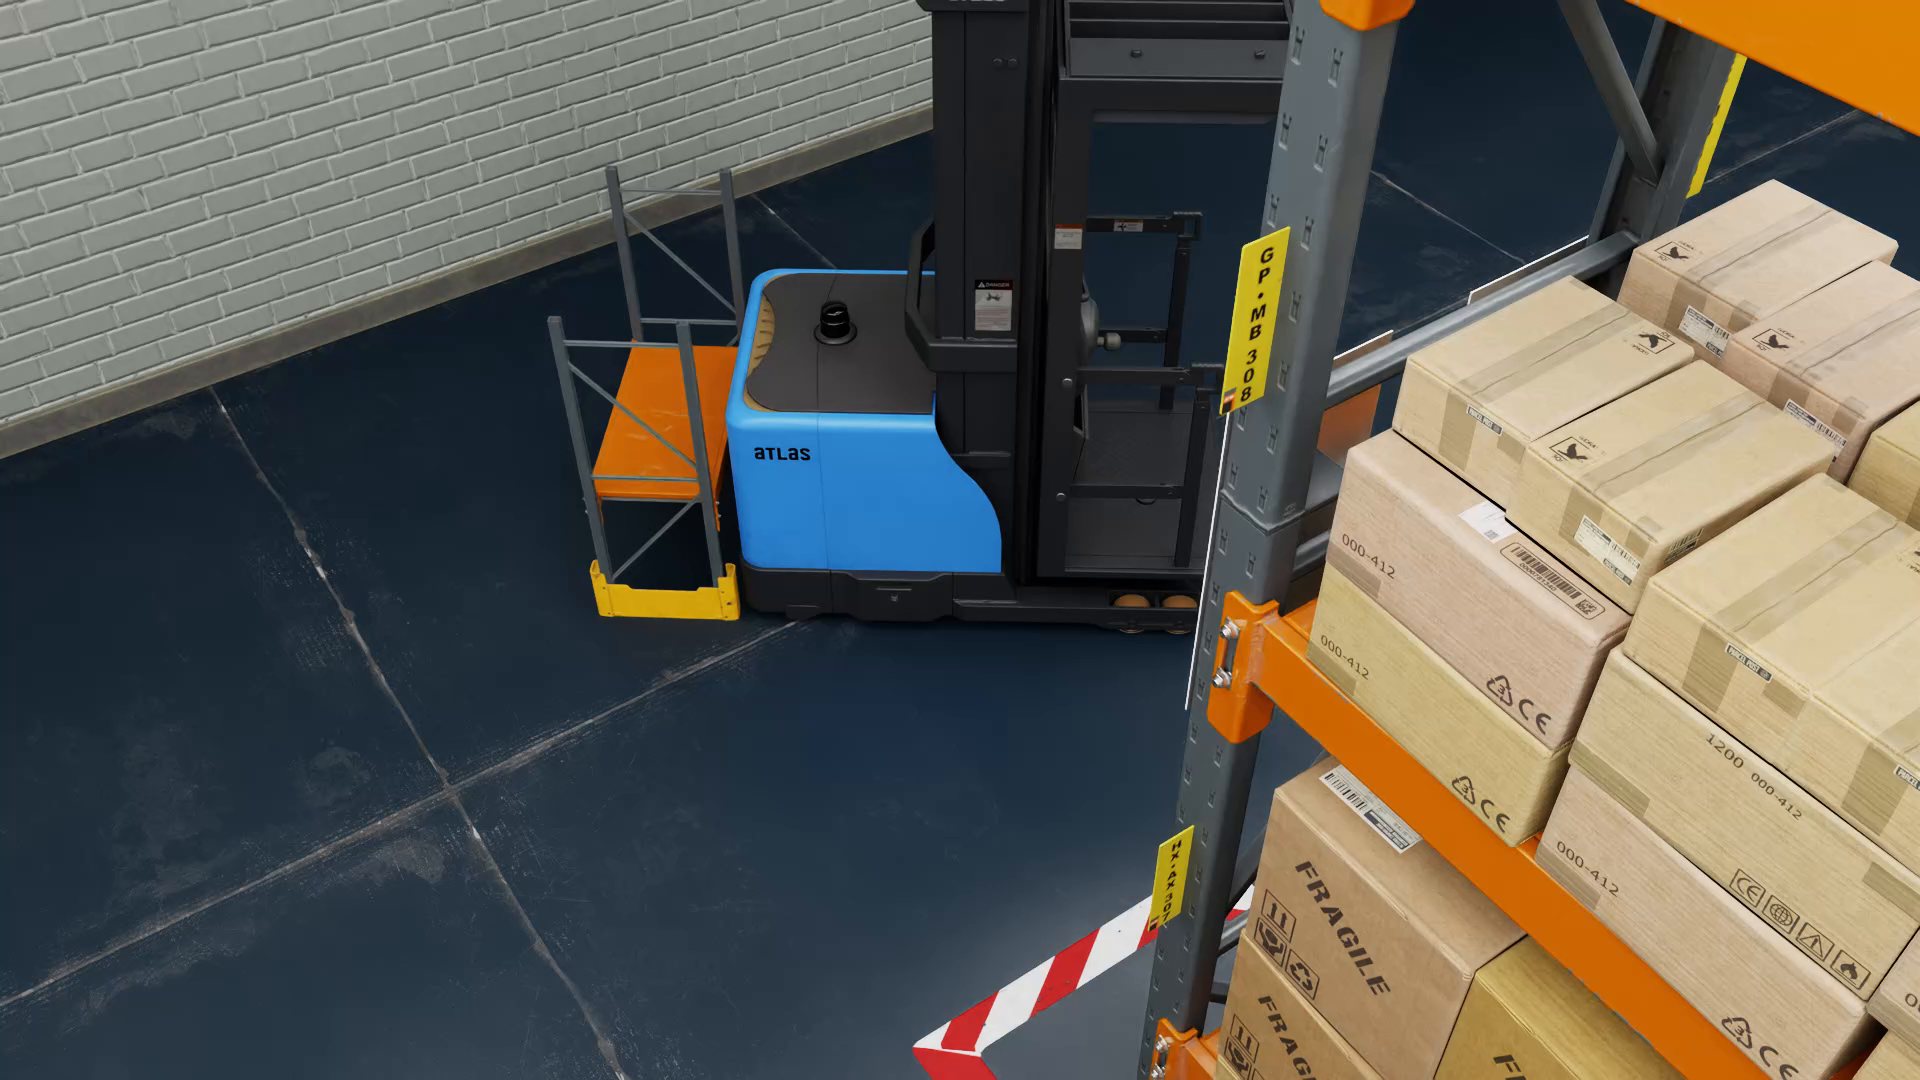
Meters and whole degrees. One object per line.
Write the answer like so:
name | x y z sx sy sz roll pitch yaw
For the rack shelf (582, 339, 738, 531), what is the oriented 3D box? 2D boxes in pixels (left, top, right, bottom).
rack shelf | -1.186 -0.453 6.890 0.538 0.185 1.000 2 44 2

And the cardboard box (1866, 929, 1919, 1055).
cardboard box | 1.527 0.572 2.044 0.500 0.250 0.500 -25 49 -24

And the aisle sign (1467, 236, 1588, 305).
aisle sign | 1.114 -0.254 3.452 0.394 0.787 0.004 -26 49 -24

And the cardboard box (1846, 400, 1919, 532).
cardboard box | 1.550 -0.114 2.474 0.380 0.149 0.250 -27 50 -26

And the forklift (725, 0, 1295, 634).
forklift | 0.630 -1.048 6.217 3.031 2.935 1.130 1 44 1

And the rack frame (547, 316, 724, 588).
rack frame | -1.209 -0.233 6.399 0.500 1.500 0.032 2 44 2

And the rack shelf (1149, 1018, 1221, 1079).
rack shelf | 2.054 2.239 3.244 1.077 0.370 4.000 -26 49 -24

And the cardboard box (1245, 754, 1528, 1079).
cardboard box | 0.949 0.700 3.324 0.500 0.500 0.500 -26 49 -25

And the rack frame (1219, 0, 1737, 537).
rack frame | 0.910 -1.324 2.111 1.000 3.000 0.127 -26 49 -24

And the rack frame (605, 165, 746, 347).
rack frame | -1.162 -0.934 7.133 0.500 1.500 0.032 2 44 2

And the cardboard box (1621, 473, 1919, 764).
cardboard box | 1.135 0.098 2.252 0.380 0.149 0.250 -26 49 -24

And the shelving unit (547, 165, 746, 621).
shelving unit | -1.185 -0.590 6.773 0.587 1.500 1.083 2 44 2

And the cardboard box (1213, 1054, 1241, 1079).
cardboard box | 0.827 1.250 3.941 0.380 0.149 0.250 -26 49 -25

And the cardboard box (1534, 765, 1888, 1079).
cardboard box | 1.255 0.471 2.512 0.500 0.250 0.500 -24 49 -23

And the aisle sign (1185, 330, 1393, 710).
aisle sign | 0.622 -0.017 3.204 0.394 0.787 0.004 -26 49 -24

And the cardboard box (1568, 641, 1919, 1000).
cardboard box | 1.248 0.281 2.349 0.500 0.250 0.500 -26 50 -25

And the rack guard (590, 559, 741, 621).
rack guard | -1.208 0.206 6.844 0.587 0.250 0.087 2 44 2

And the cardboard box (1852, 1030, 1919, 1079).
cardboard box | 1.560 0.757 2.212 0.500 0.250 0.500 -27 50 -26

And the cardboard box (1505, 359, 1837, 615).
cardboard box | 1.040 -0.085 2.443 0.380 0.149 0.250 -24 49 -23

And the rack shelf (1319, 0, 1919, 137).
rack shelf | 2.054 0.070 1.174 1.077 0.370 4.000 -26 49 -24

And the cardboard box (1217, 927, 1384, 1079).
cardboard box | 0.940 1.066 3.665 0.500 0.500 0.500 -23 48 -23

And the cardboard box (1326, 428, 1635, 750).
cardboard box | 0.954 -0.009 2.652 0.500 0.250 0.500 -25 49 -24

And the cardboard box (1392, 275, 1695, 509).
cardboard box | 0.909 -0.236 2.602 0.380 0.149 0.250 -26 49 -25

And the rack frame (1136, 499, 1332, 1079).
rack frame | 0.910 0.846 4.182 1.000 3.000 0.127 -26 49 -24

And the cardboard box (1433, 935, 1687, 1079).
cardboard box | 1.243 0.983 3.027 0.500 0.500 0.500 -24 49 -23

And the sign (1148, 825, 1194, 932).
sign | 0.465 0.747 3.659 0.100 0.325 0.005 -26 49 -24

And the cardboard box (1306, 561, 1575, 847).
cardboard box | 0.957 0.171 2.826 0.500 0.250 0.500 -24 49 -23

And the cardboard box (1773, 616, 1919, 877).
cardboard box | 1.274 0.236 2.107 0.380 0.149 0.250 -25 49 -24

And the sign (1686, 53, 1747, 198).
sign | 1.377 -0.767 3.059 0.100 0.325 0.005 -26 49 -24

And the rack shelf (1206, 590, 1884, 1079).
rack shelf | 2.054 1.154 2.209 1.077 0.370 4.000 -26 49 -24

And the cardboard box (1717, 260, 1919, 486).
cardboard box | 1.420 -0.268 2.635 0.380 0.149 0.250 -25 49 -24

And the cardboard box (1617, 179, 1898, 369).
cardboard box | 1.341 -0.438 2.813 0.380 0.149 0.250 -26 50 -25

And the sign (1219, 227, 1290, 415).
sign | 0.465 -0.341 2.620 0.100 0.325 0.005 -26 49 -24
